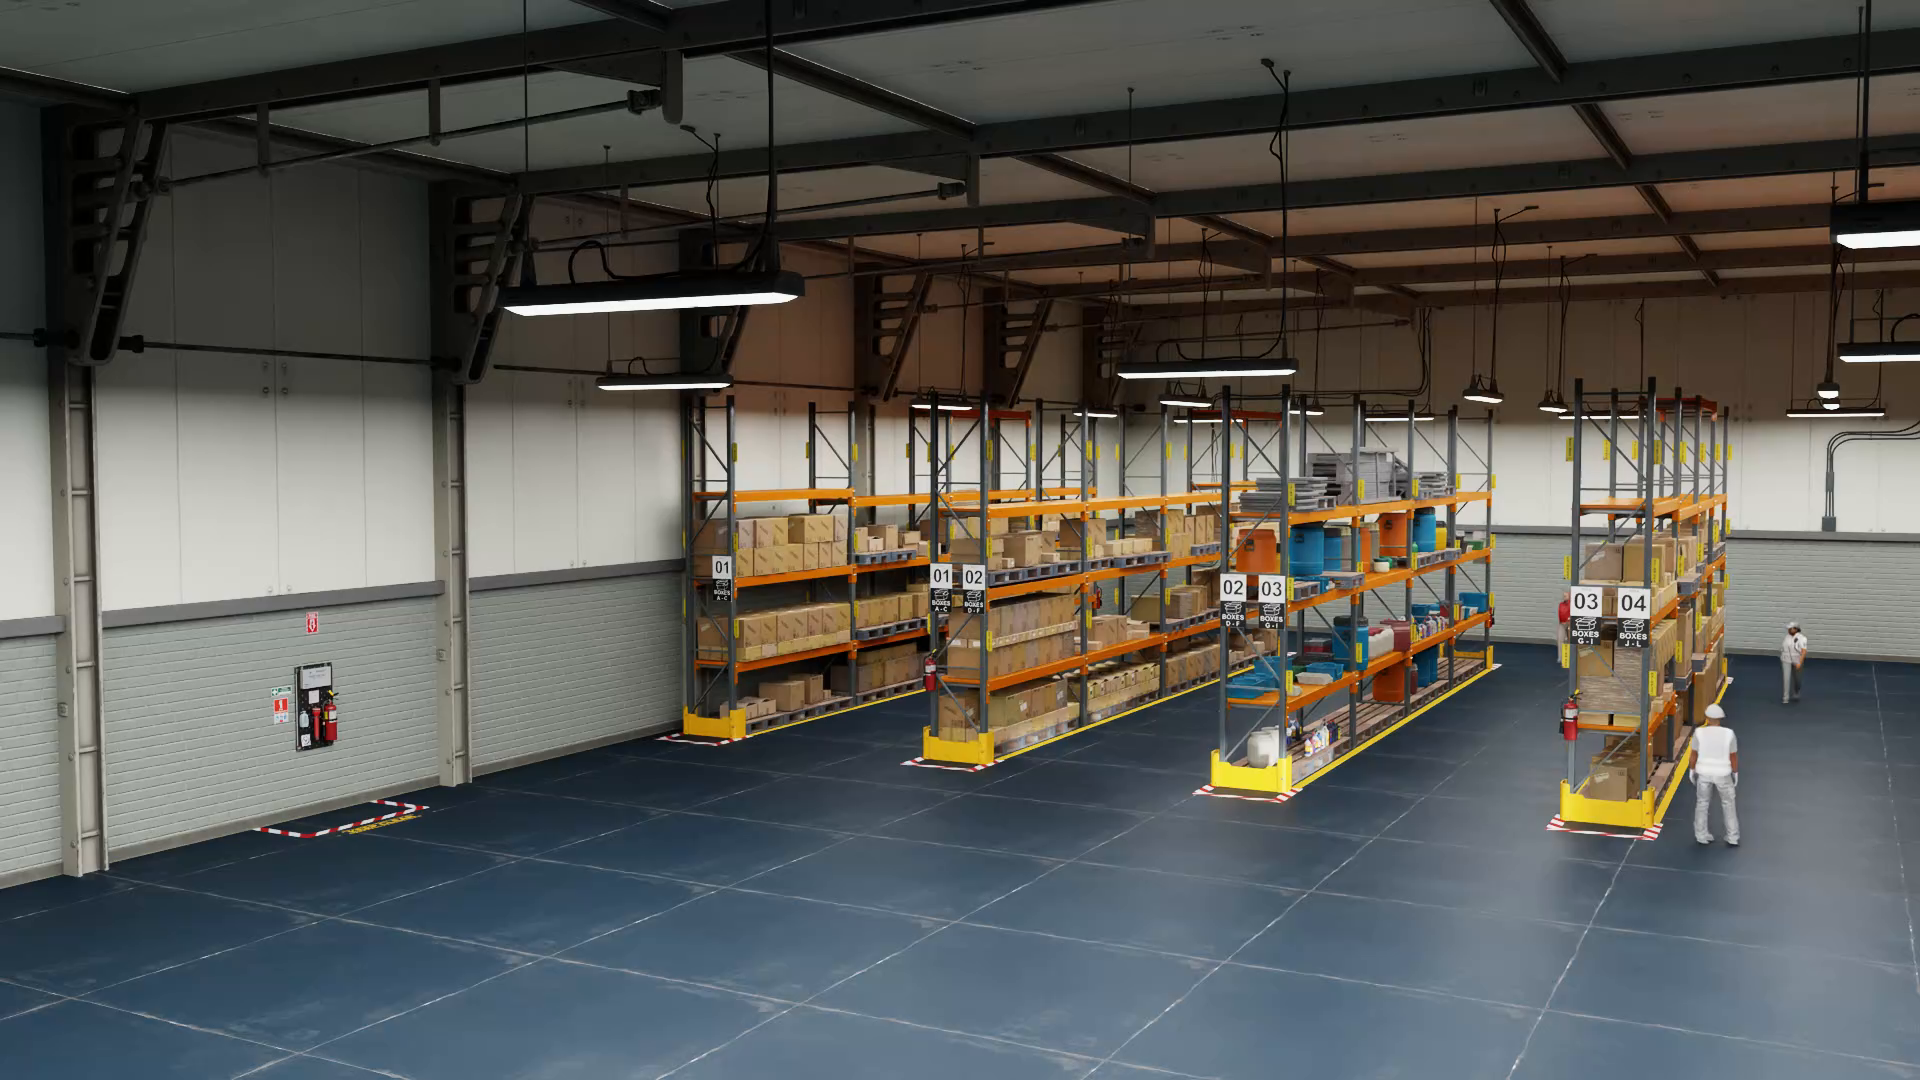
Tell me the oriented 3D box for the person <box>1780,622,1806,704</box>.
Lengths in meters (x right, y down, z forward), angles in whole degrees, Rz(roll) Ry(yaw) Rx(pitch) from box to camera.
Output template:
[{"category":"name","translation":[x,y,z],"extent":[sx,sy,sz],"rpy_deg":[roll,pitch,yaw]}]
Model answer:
[{"category":"person","translation":[16.627,2.441,33.206],"extent":[0.463,1.615,0.928],"rpy_deg":[1,3,23]}]

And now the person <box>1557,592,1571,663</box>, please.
[{"category":"person","translation":[14.490,2.075,39.625],"extent":[0.477,1.676,1.033],"rpy_deg":[1,3,22]}]

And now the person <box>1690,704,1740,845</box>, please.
[{"category":"person","translation":[9.671,2.987,21.260],"extent":[0.578,1.793,0.511],"rpy_deg":[3,4,42]}]
